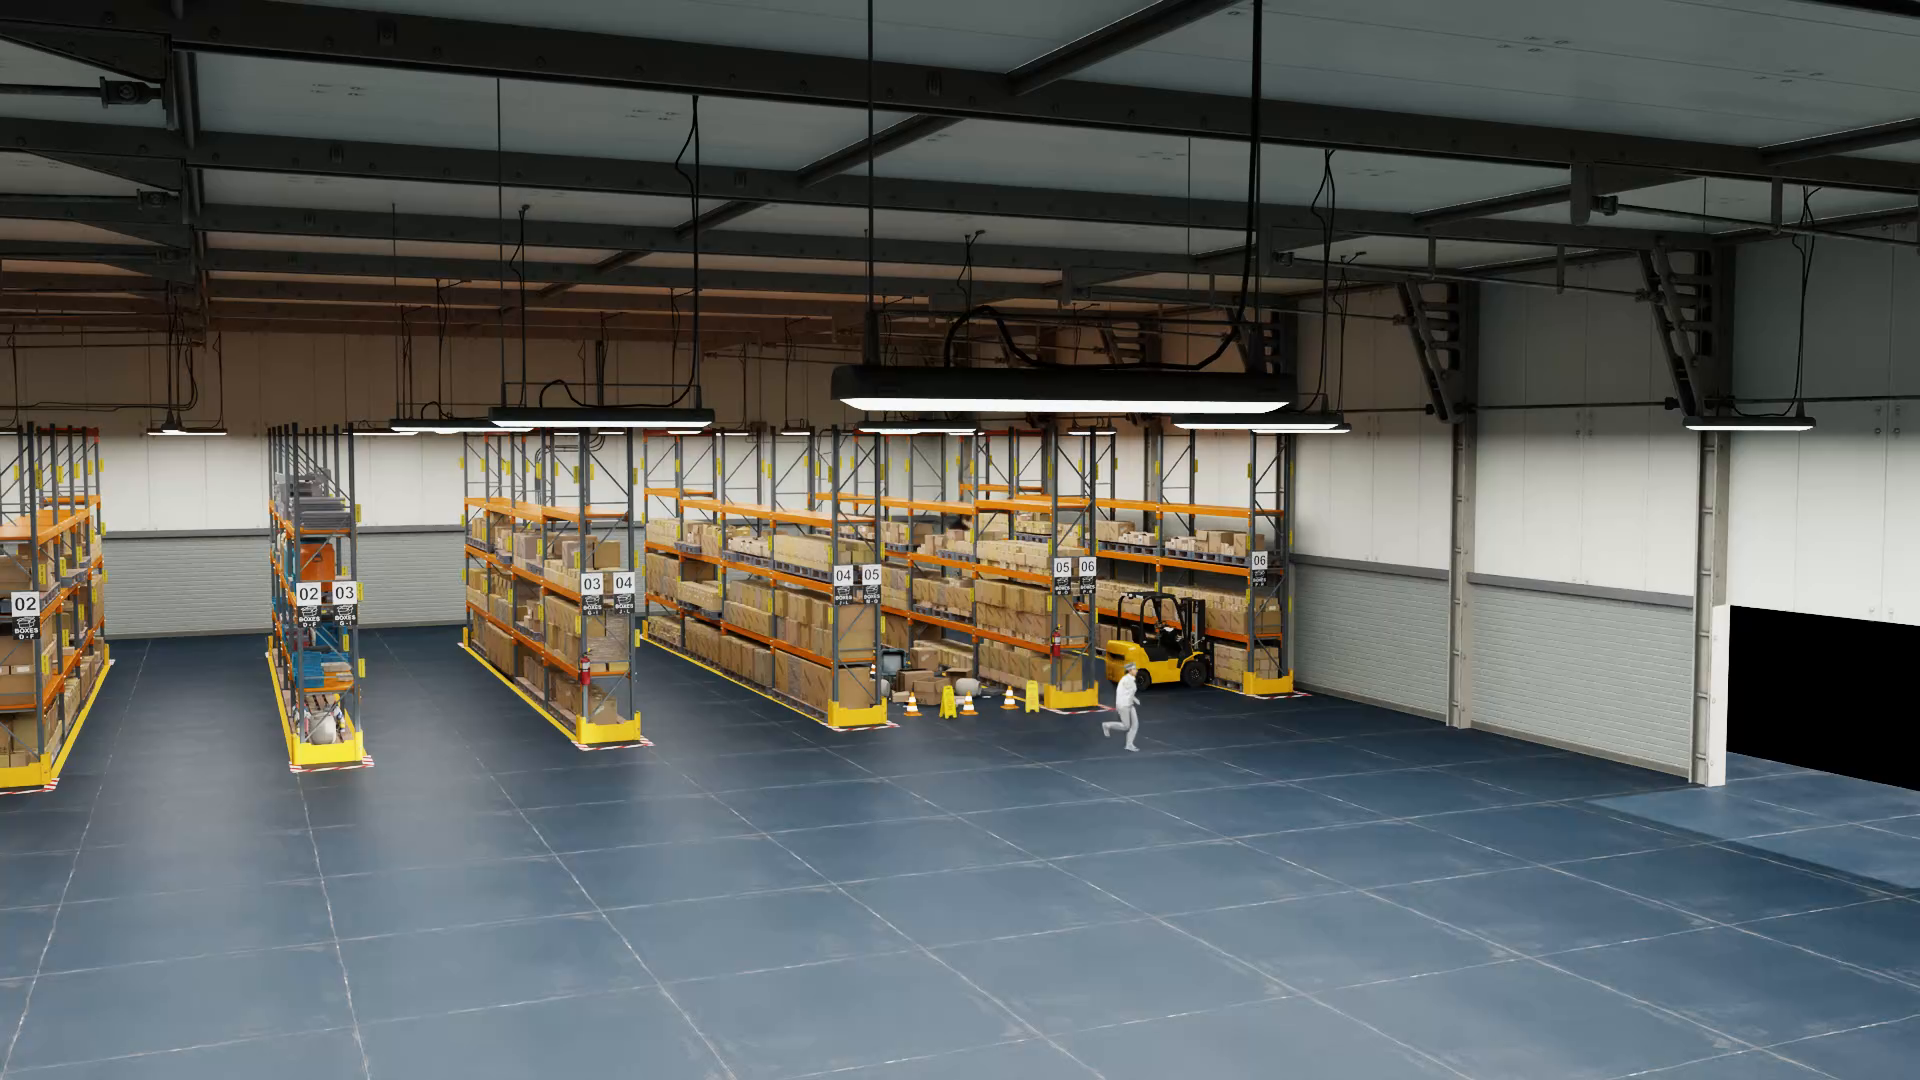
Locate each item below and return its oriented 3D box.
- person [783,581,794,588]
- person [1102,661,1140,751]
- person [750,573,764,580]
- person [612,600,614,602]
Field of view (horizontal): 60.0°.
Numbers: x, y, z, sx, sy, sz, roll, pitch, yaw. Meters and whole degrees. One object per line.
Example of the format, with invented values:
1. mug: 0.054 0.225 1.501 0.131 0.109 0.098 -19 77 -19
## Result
1. person: -5.219 1.747 50.947 0.902 1.772 0.679 -1 4 -21
2. person: 2.987 3.051 30.620 0.726 1.658 0.631 2 4 24
3. person: -6.224 1.778 50.140 0.776 1.826 0.685 -2 4 -27
4. person: -9.101 2.183 44.636 0.611 1.669 0.858 -1 4 -12
